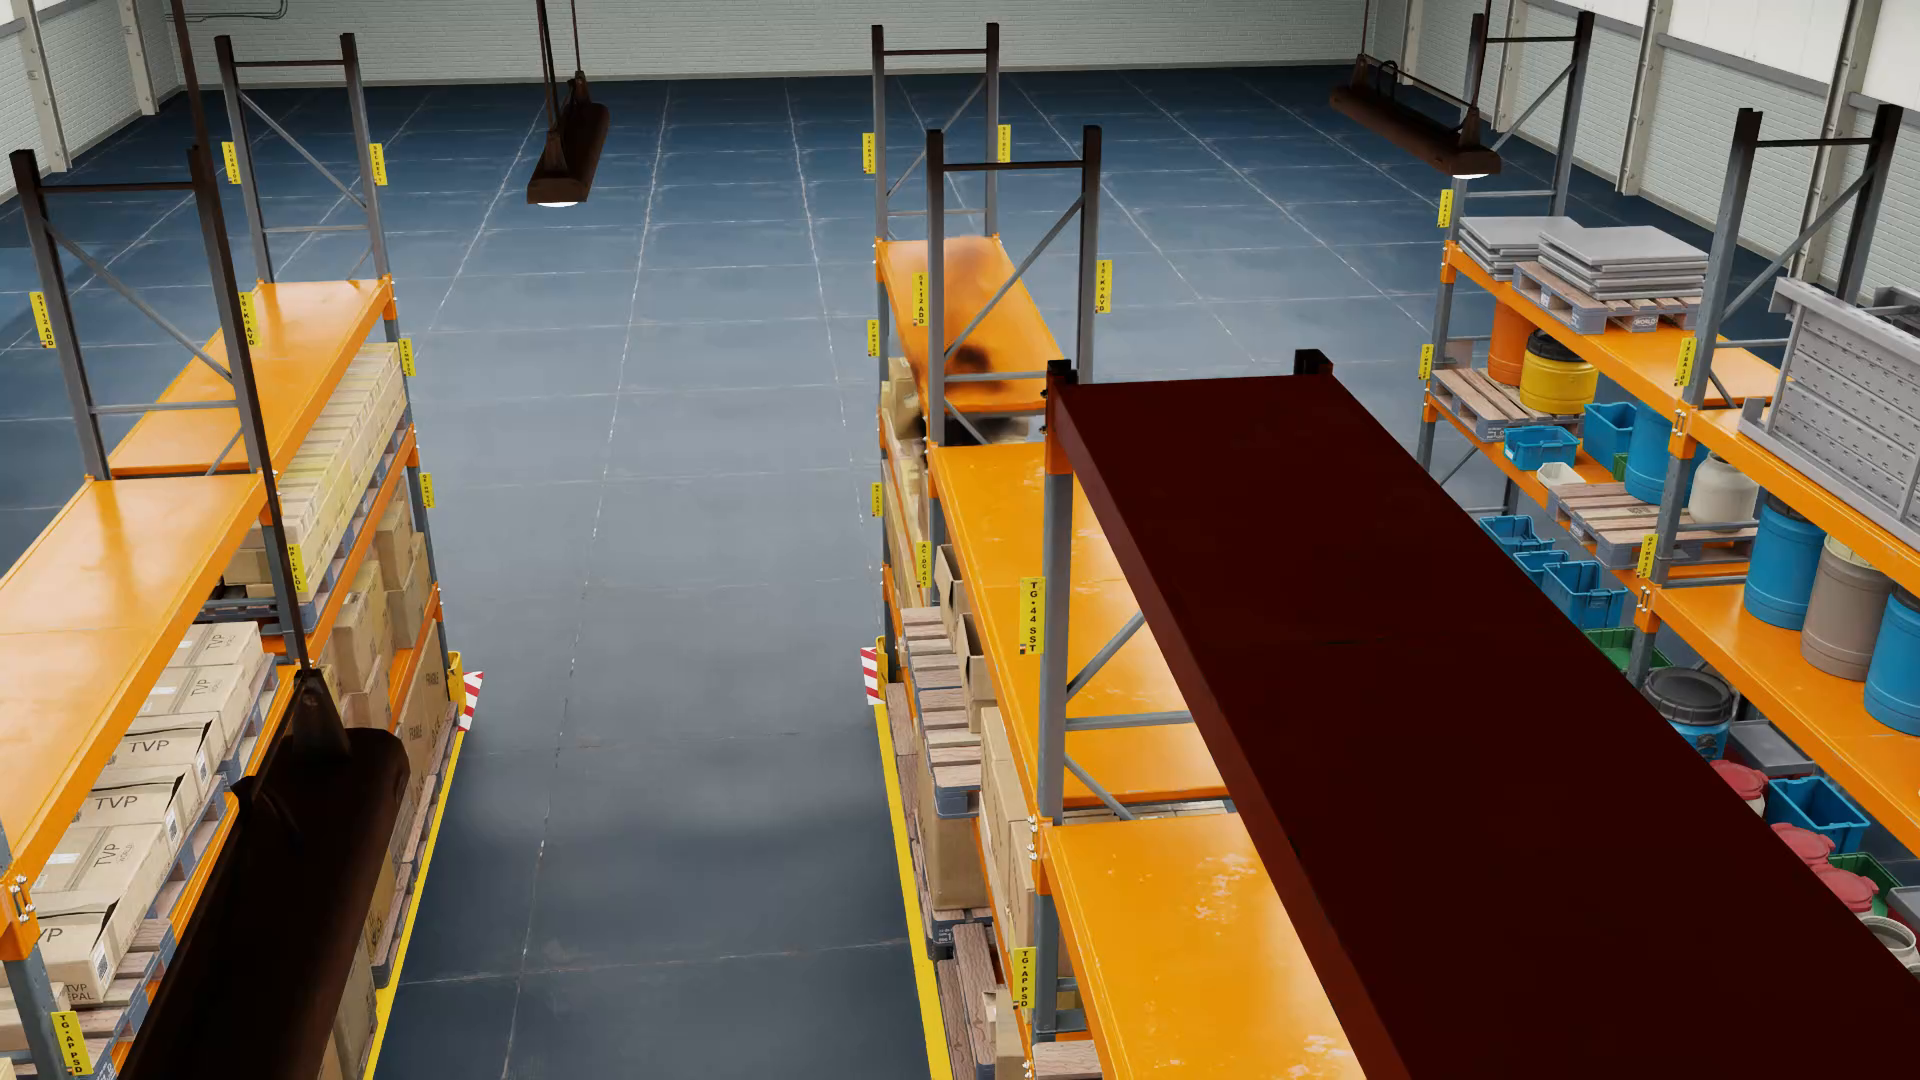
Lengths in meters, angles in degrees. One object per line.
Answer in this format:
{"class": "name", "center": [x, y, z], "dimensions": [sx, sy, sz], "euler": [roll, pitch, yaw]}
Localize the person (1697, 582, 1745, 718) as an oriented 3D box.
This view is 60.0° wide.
{"class": "person", "center": [6.742, 0.876, 14.750], "dimensions": [0.706, 1.677, 0.667], "euler": [-8, 27, -17]}
